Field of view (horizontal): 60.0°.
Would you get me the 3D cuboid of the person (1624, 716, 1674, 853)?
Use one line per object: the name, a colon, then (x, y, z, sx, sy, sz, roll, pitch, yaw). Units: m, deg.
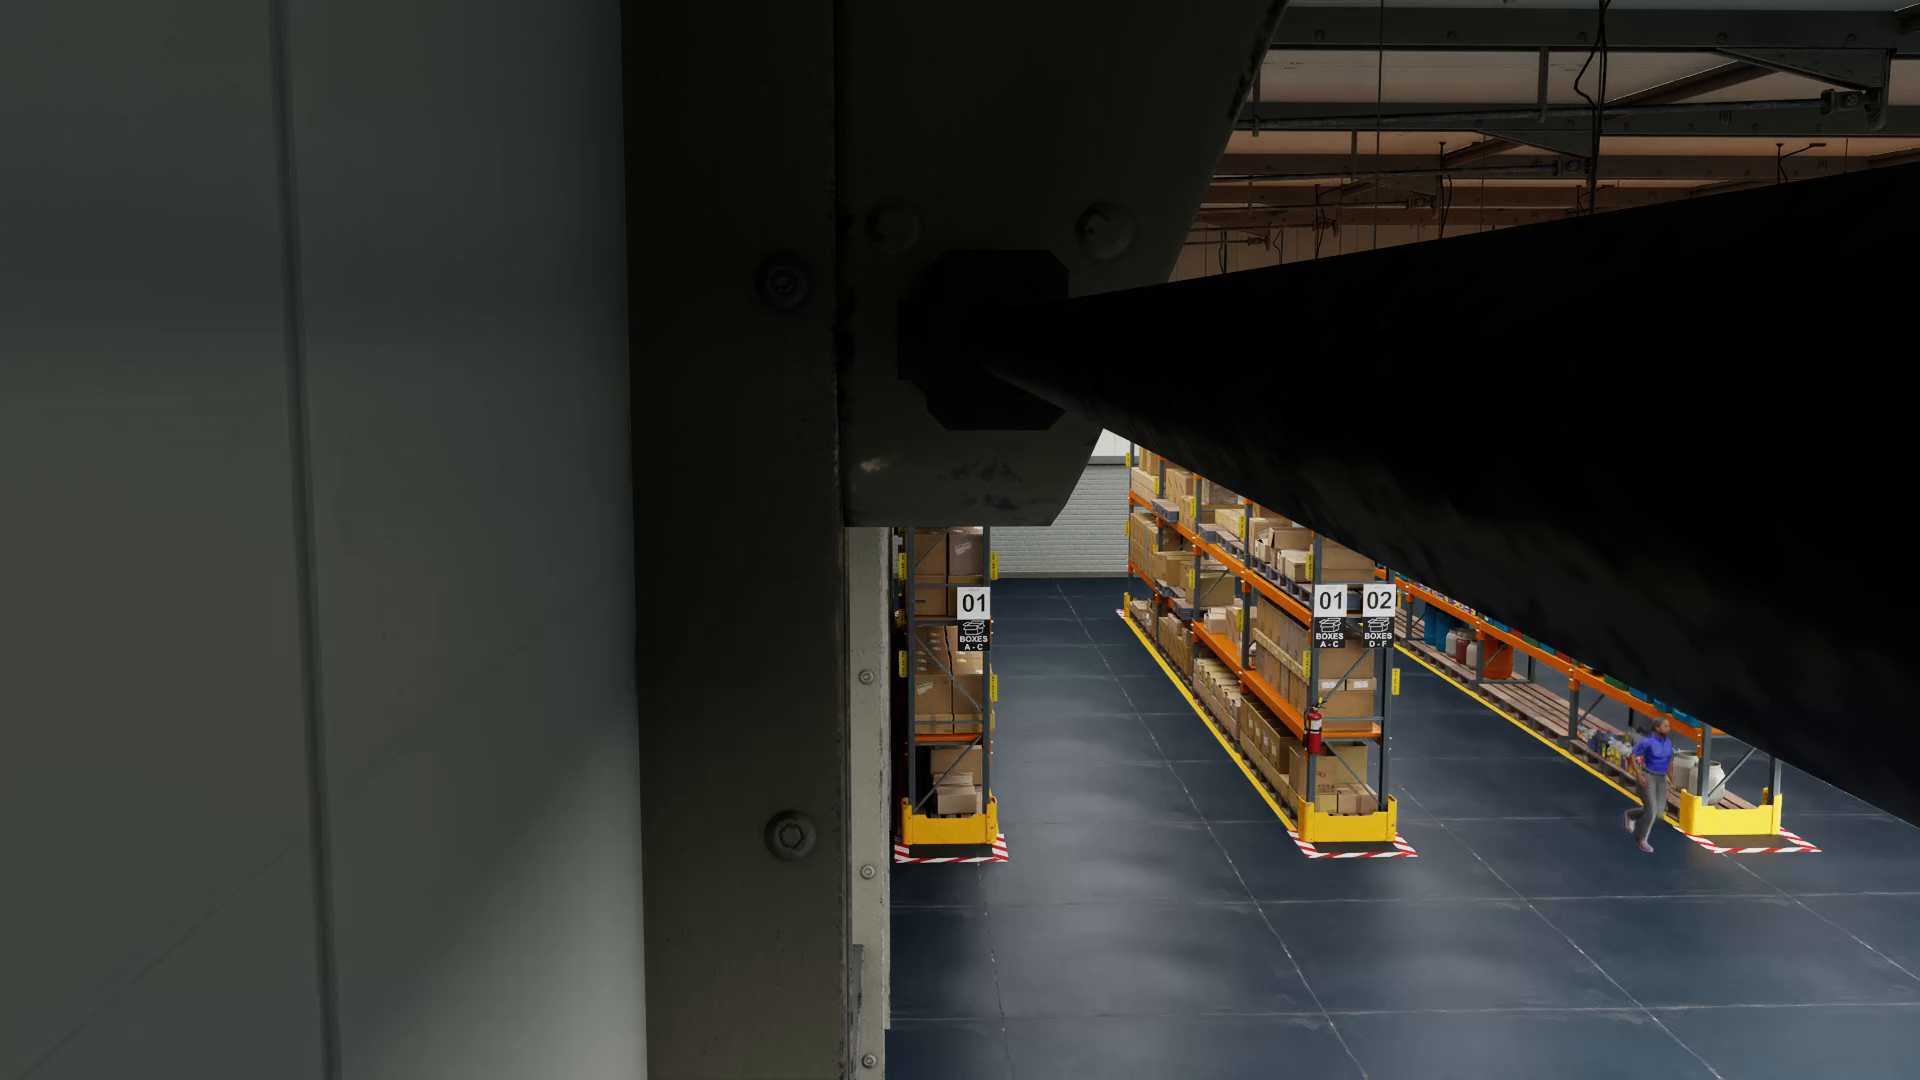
person: (8.456, 2.949, 20.392, 0.620, 1.607, 0.624, -3, 8, -22)
